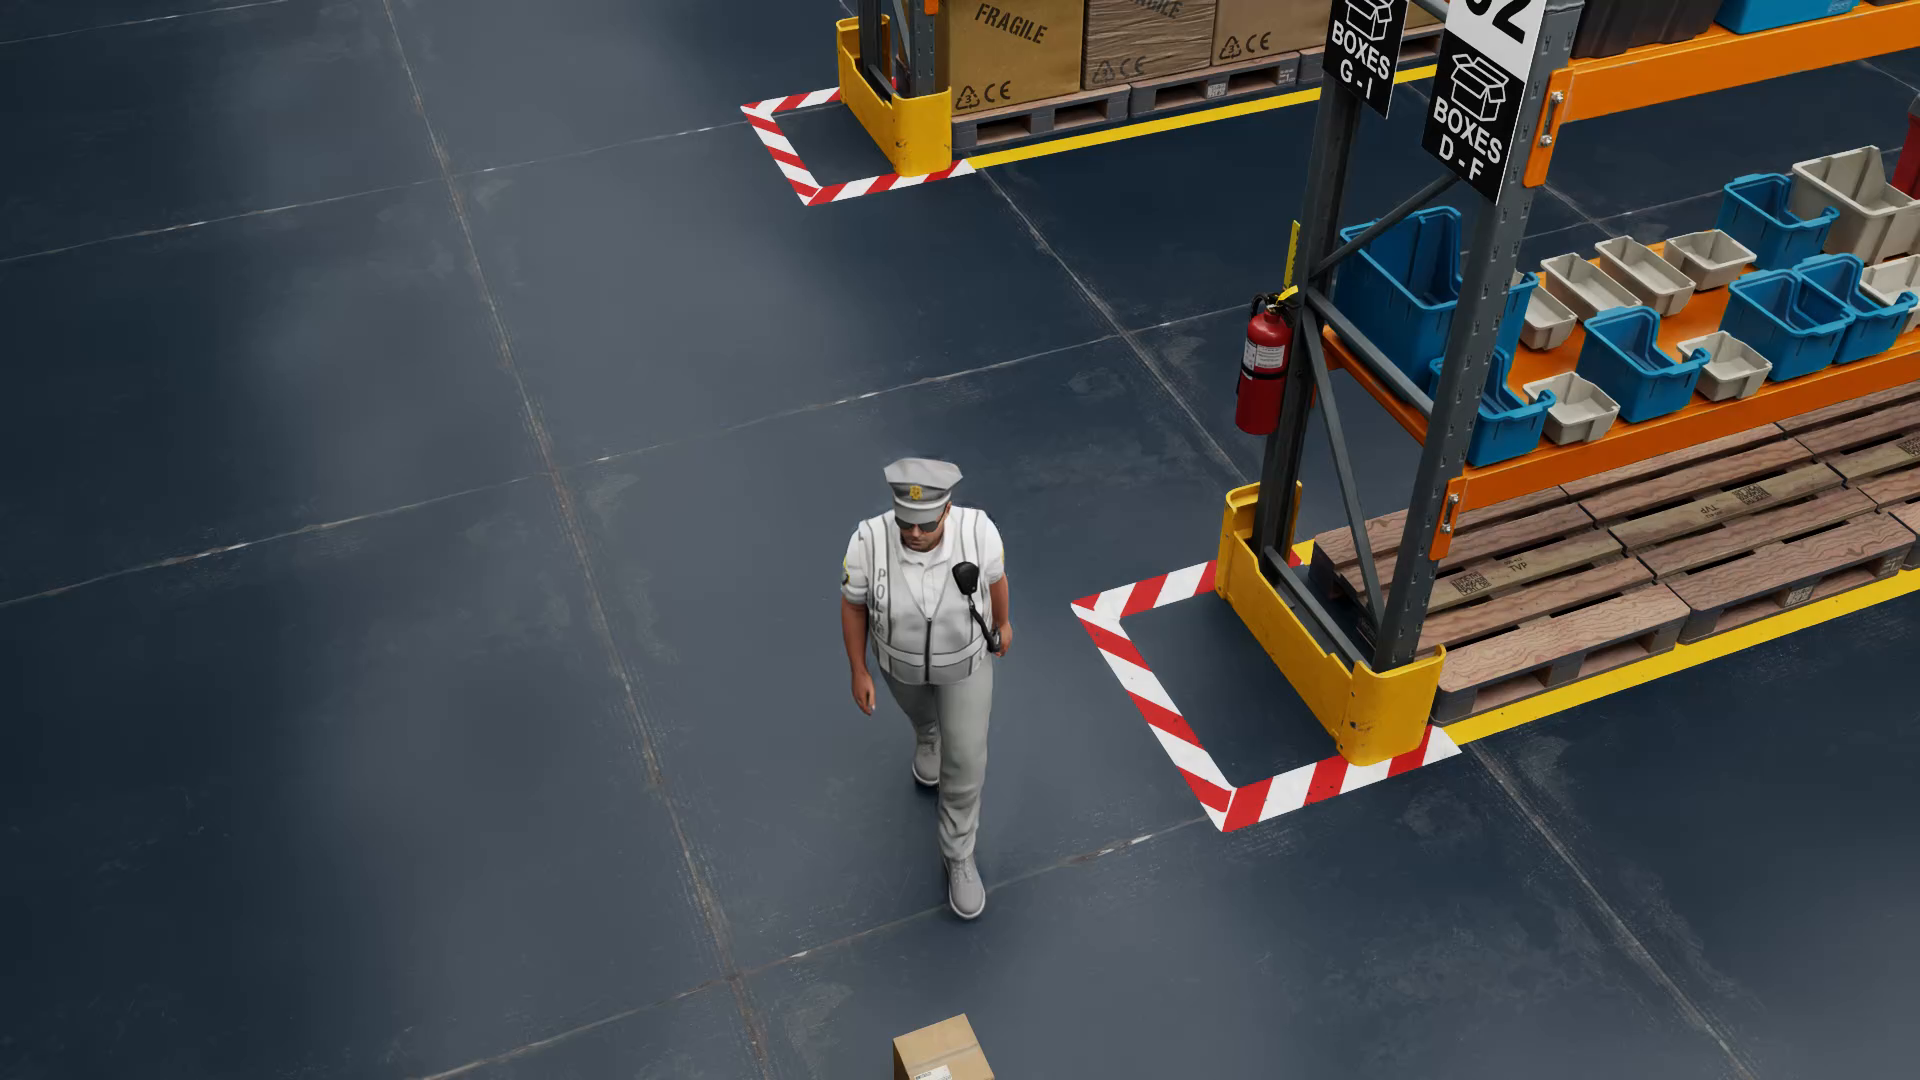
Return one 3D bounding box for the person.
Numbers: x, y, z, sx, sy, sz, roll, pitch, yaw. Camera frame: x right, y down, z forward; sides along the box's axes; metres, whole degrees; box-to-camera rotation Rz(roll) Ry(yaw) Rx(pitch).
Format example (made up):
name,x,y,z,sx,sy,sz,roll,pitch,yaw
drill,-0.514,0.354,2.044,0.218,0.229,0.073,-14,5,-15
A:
name,x,y,z,sx,sy,sz,roll,pitch,yaw
person,-0.114,0.398,5.685,0.569,1.723,0.912,3,42,4
